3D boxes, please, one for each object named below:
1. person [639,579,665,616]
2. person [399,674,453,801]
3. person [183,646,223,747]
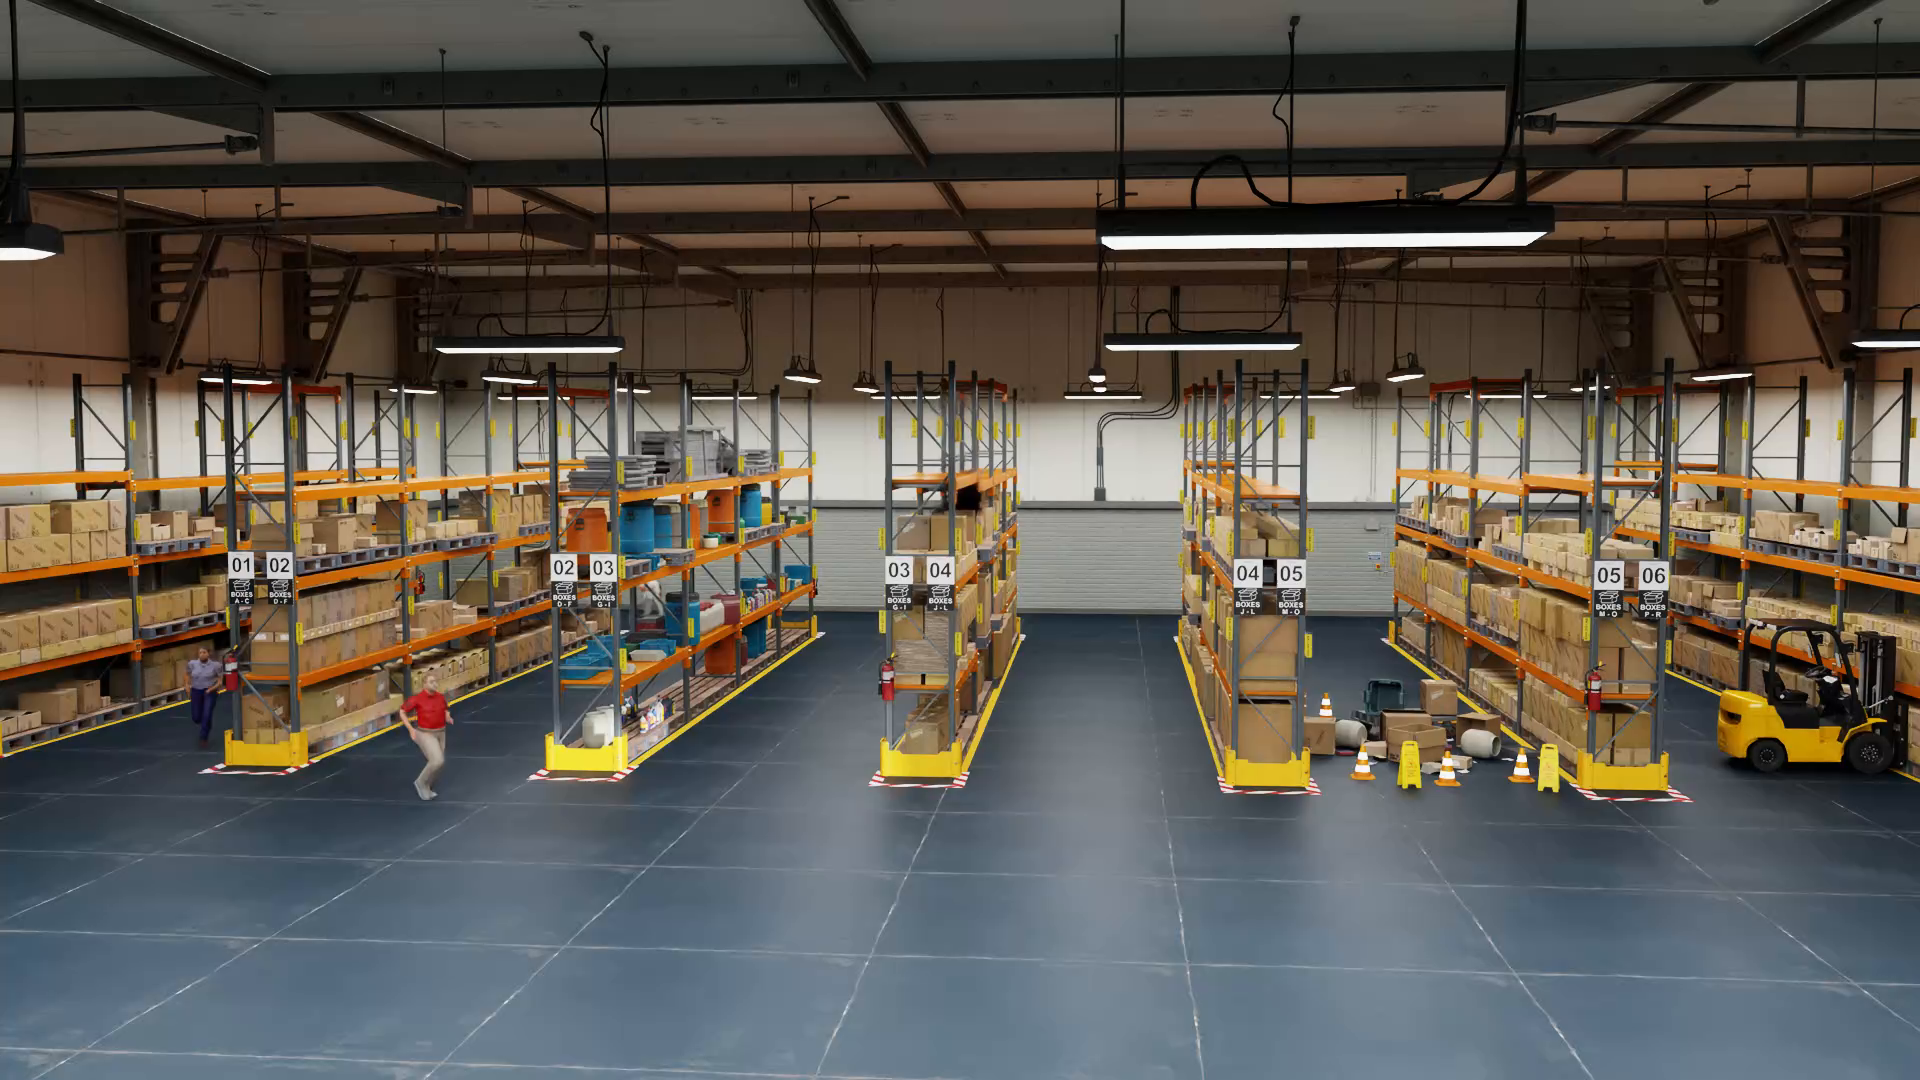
[{"bbox_3d":[-7.674,1.462,41.357,0.631,1.666,0.942,-2,4,-31],"label":"person"},{"bbox_3d":[-7.124,2.670,22.471,0.658,1.708,0.647,2,4,28],"label":"person"},{"bbox_3d":[-12.071,2.481,26.589,0.637,1.612,0.668,-1,4,-11],"label":"person"}]
